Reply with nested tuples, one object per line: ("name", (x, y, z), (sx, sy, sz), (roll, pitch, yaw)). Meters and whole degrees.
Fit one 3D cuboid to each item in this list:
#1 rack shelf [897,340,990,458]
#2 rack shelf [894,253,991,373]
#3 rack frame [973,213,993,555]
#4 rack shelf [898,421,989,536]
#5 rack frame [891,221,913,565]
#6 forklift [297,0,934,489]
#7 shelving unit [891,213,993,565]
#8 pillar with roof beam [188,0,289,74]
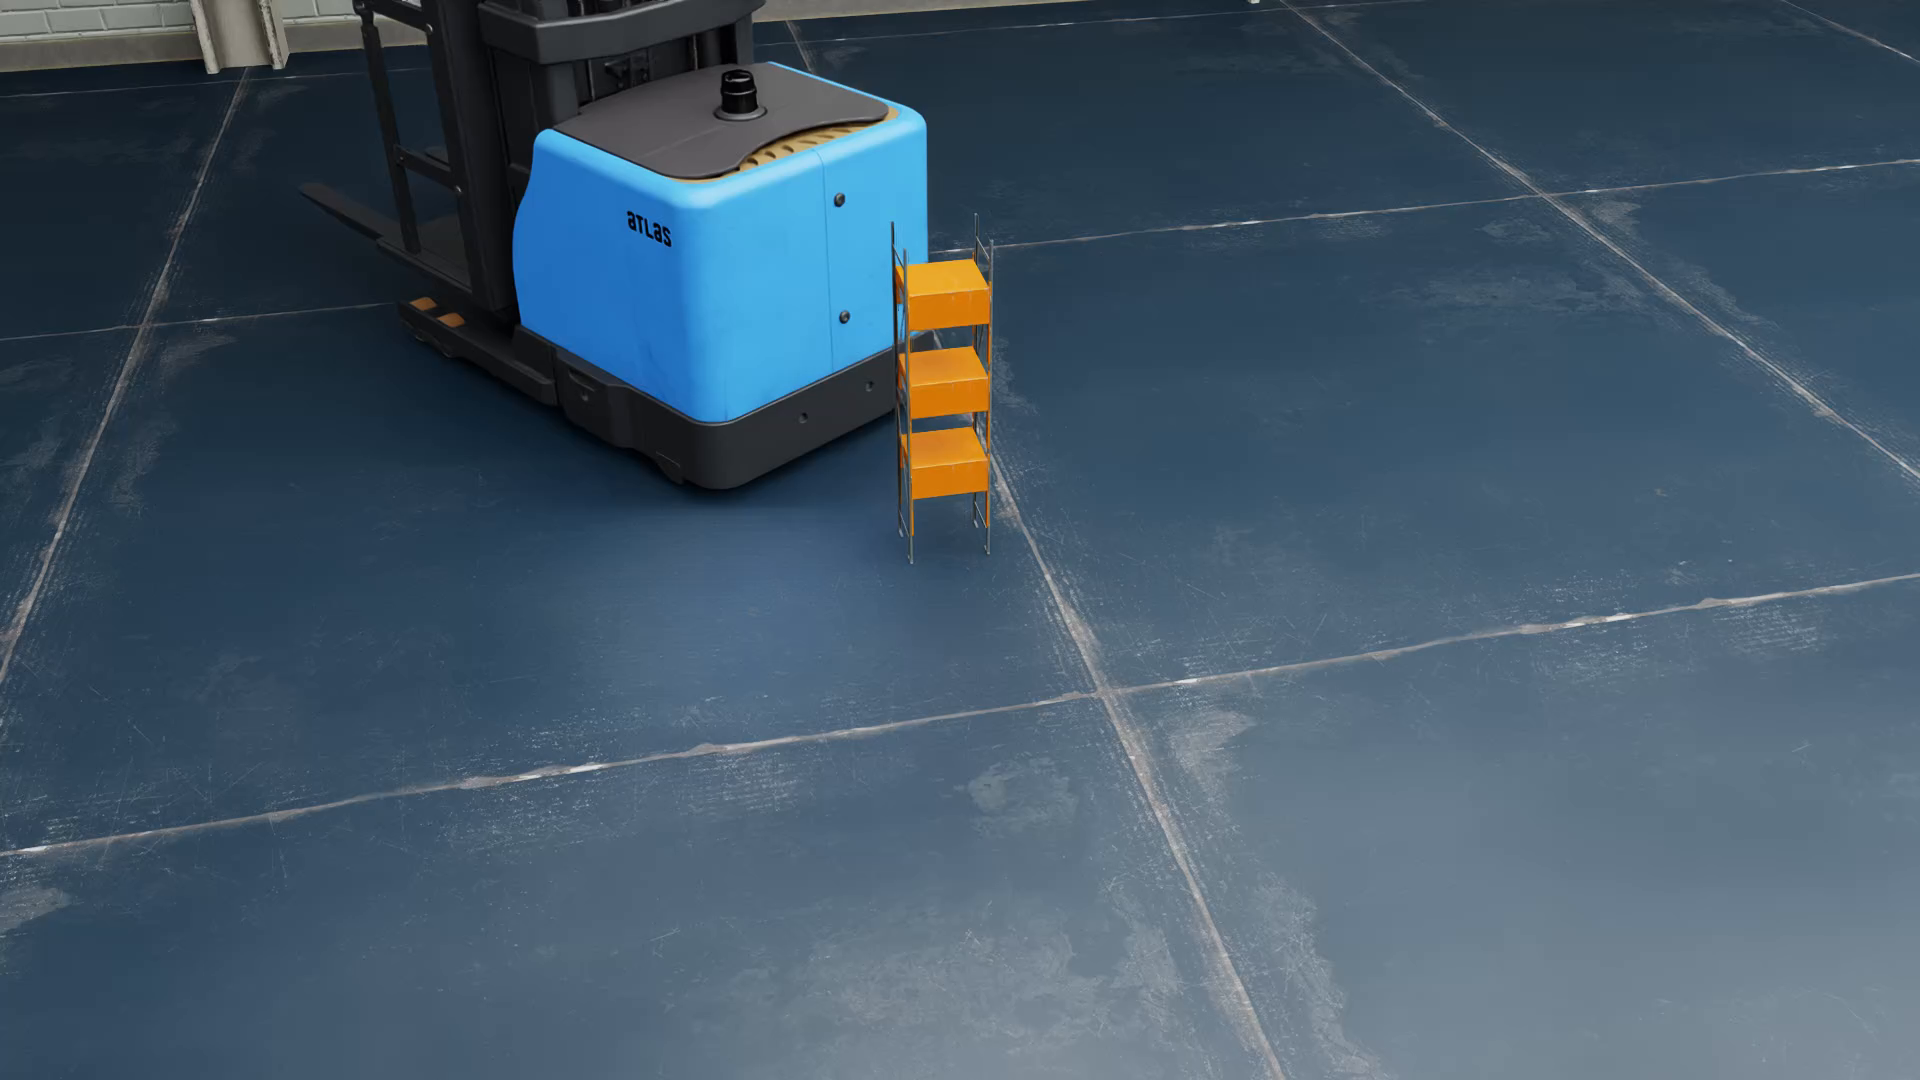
("rack shelf", (-0.052, -0.421, 4.954), (0.240, 0.259, 0.215), (-7, 35, -11))
("rack shelf", (-0.052, -0.656, 4.795), (0.240, 0.259, 0.215), (-7, 35, -11))
("rack frame", (0.067, -0.444, 4.970), (0.008, 1.050, 0.200), (-7, 35, -11))
("rack shelf", (-0.052, -0.190, 5.108), (0.240, 0.259, 0.215), (-7, 35, -11))
("rack frame", (-0.171, -0.414, 4.925), (0.008, 1.050, 0.200), (-7, 35, -11))
("forklift", (-1.506, -2.090, 5.734), (3.031, 2.935, 1.130), (28, 43, 35))
("shelving unit", (-0.052, -0.429, 4.948), (0.252, 1.050, 0.215), (-7, 35, -11))
("pillar with roof beam", (-2.975, -4.034, 3.185), (0.400, 9.000, 9.100), (-7, 35, -11))
